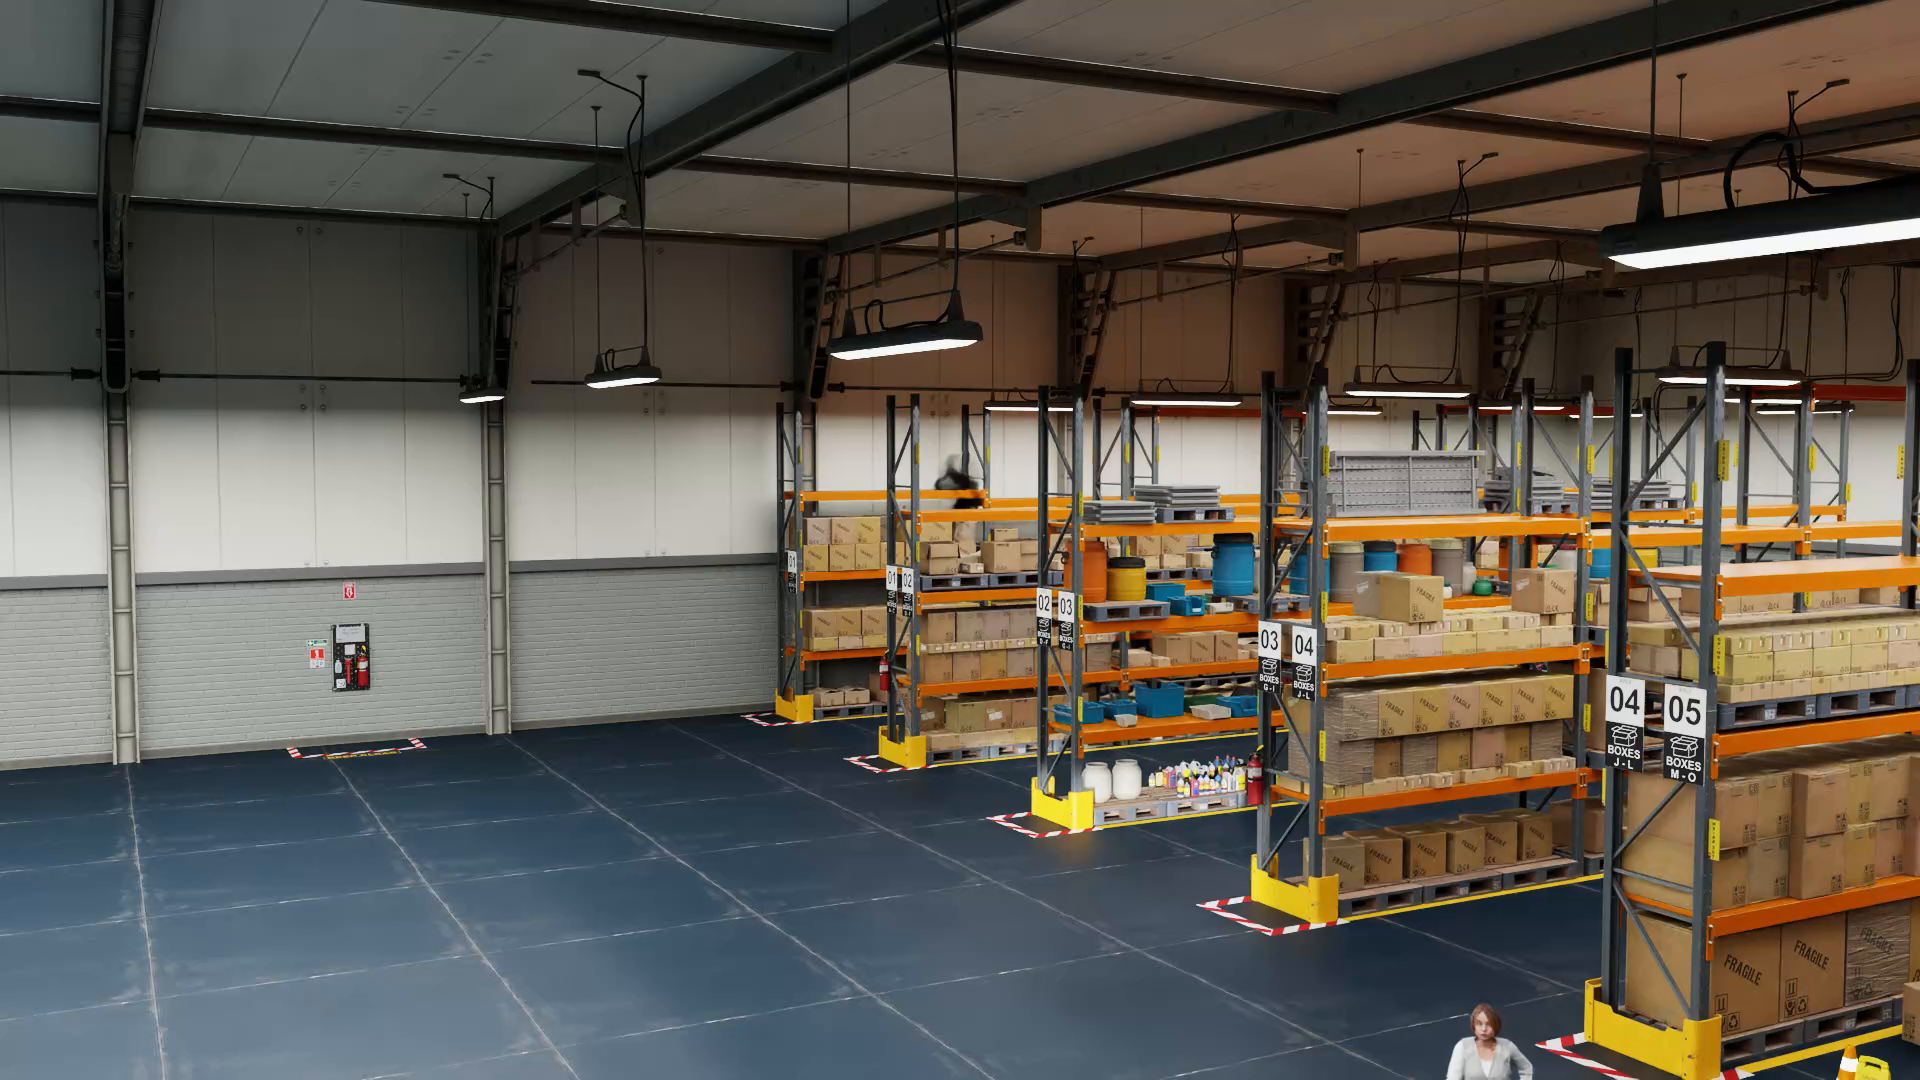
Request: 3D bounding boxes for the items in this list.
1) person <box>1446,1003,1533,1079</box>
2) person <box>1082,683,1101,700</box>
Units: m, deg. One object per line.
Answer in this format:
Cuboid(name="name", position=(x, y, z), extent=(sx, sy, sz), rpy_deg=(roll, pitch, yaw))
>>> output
Cuboid(name="person", position=(3.351, 3.760, 10.572), extent=(0.507, 1.638, 0.726), rpy_deg=(1, 4, 23))
Cuboid(name="person", position=(2.452, 2.504, 30.887), extent=(0.598, 1.618, 0.614), rpy_deg=(-2, 4, -33))
